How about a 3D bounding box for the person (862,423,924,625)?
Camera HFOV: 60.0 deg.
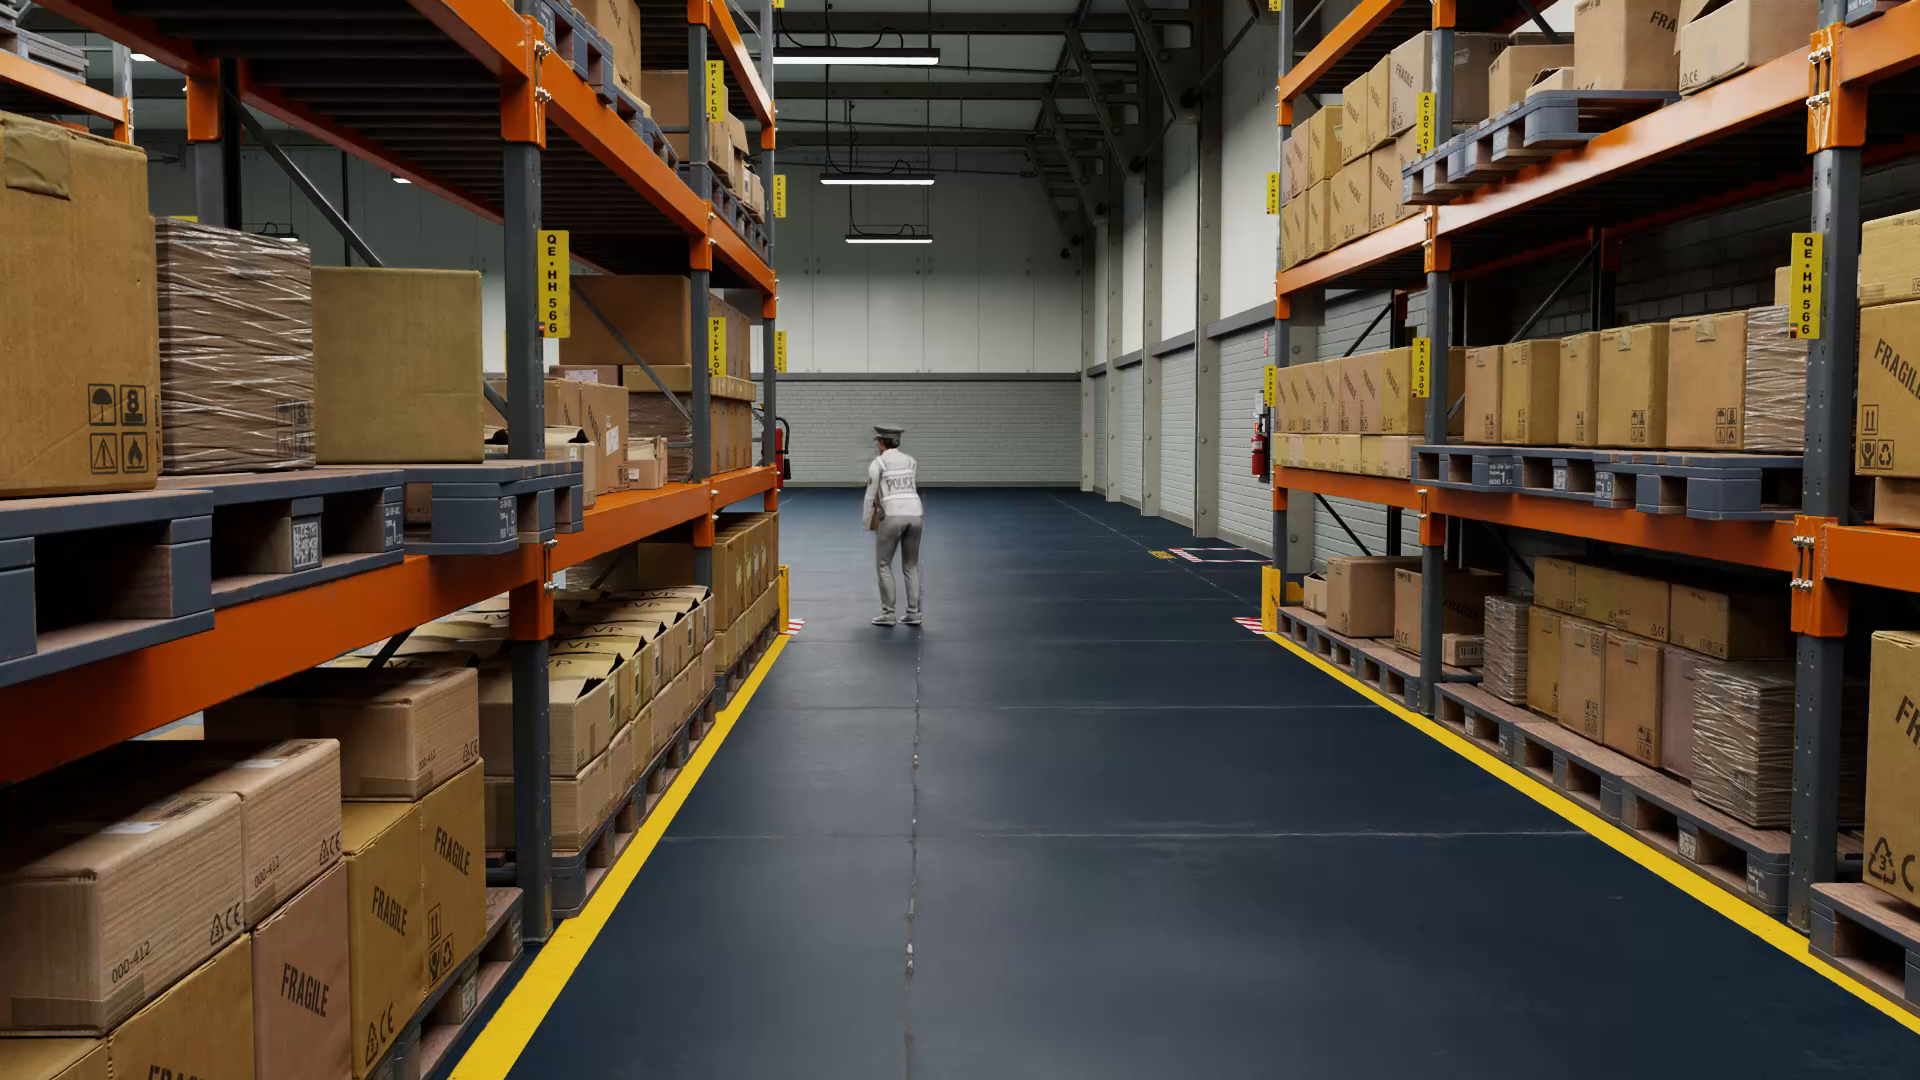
[{"bbox_3d":[-0.560,-0.126,13.557,0.418,1.647,0.561,-2,5,-32],"label":"person"}]
